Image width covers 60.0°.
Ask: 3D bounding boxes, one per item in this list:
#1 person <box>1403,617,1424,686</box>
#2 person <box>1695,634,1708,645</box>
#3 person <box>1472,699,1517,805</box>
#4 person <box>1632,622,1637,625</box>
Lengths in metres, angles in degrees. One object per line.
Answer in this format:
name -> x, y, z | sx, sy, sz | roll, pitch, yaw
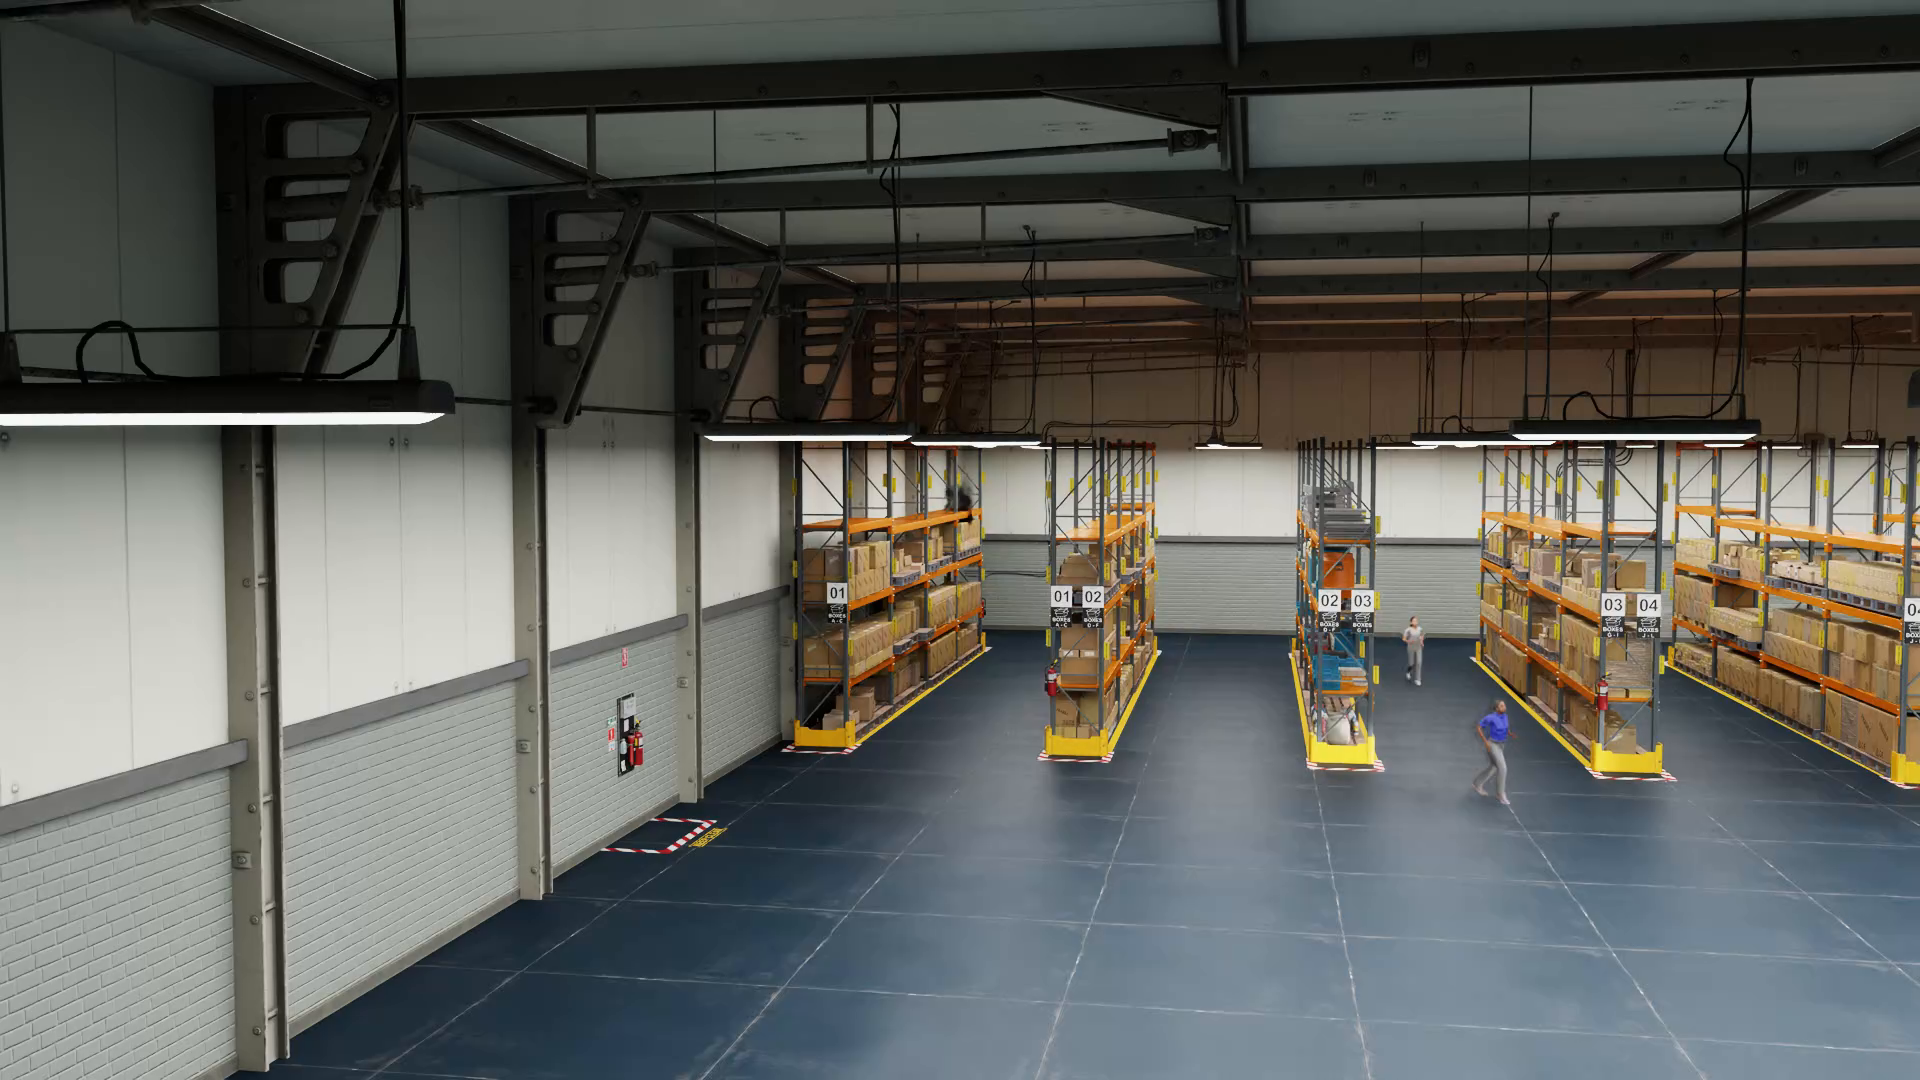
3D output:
person -> 11.193, 2.716, 40.970 | 0.568, 1.664, 0.898 | 0, 3, -3
person -> 20.473, 2.447, 45.737 | 0.770, 1.705, 0.953 | 2, 4, 39
person -> 8.776, 3.496, 27.347 | 0.573, 1.613, 0.772 | -3, 4, -41
person -> 17.527, 2.594, 42.522 | 0.669, 1.846, 0.833 | 1, 3, 13
